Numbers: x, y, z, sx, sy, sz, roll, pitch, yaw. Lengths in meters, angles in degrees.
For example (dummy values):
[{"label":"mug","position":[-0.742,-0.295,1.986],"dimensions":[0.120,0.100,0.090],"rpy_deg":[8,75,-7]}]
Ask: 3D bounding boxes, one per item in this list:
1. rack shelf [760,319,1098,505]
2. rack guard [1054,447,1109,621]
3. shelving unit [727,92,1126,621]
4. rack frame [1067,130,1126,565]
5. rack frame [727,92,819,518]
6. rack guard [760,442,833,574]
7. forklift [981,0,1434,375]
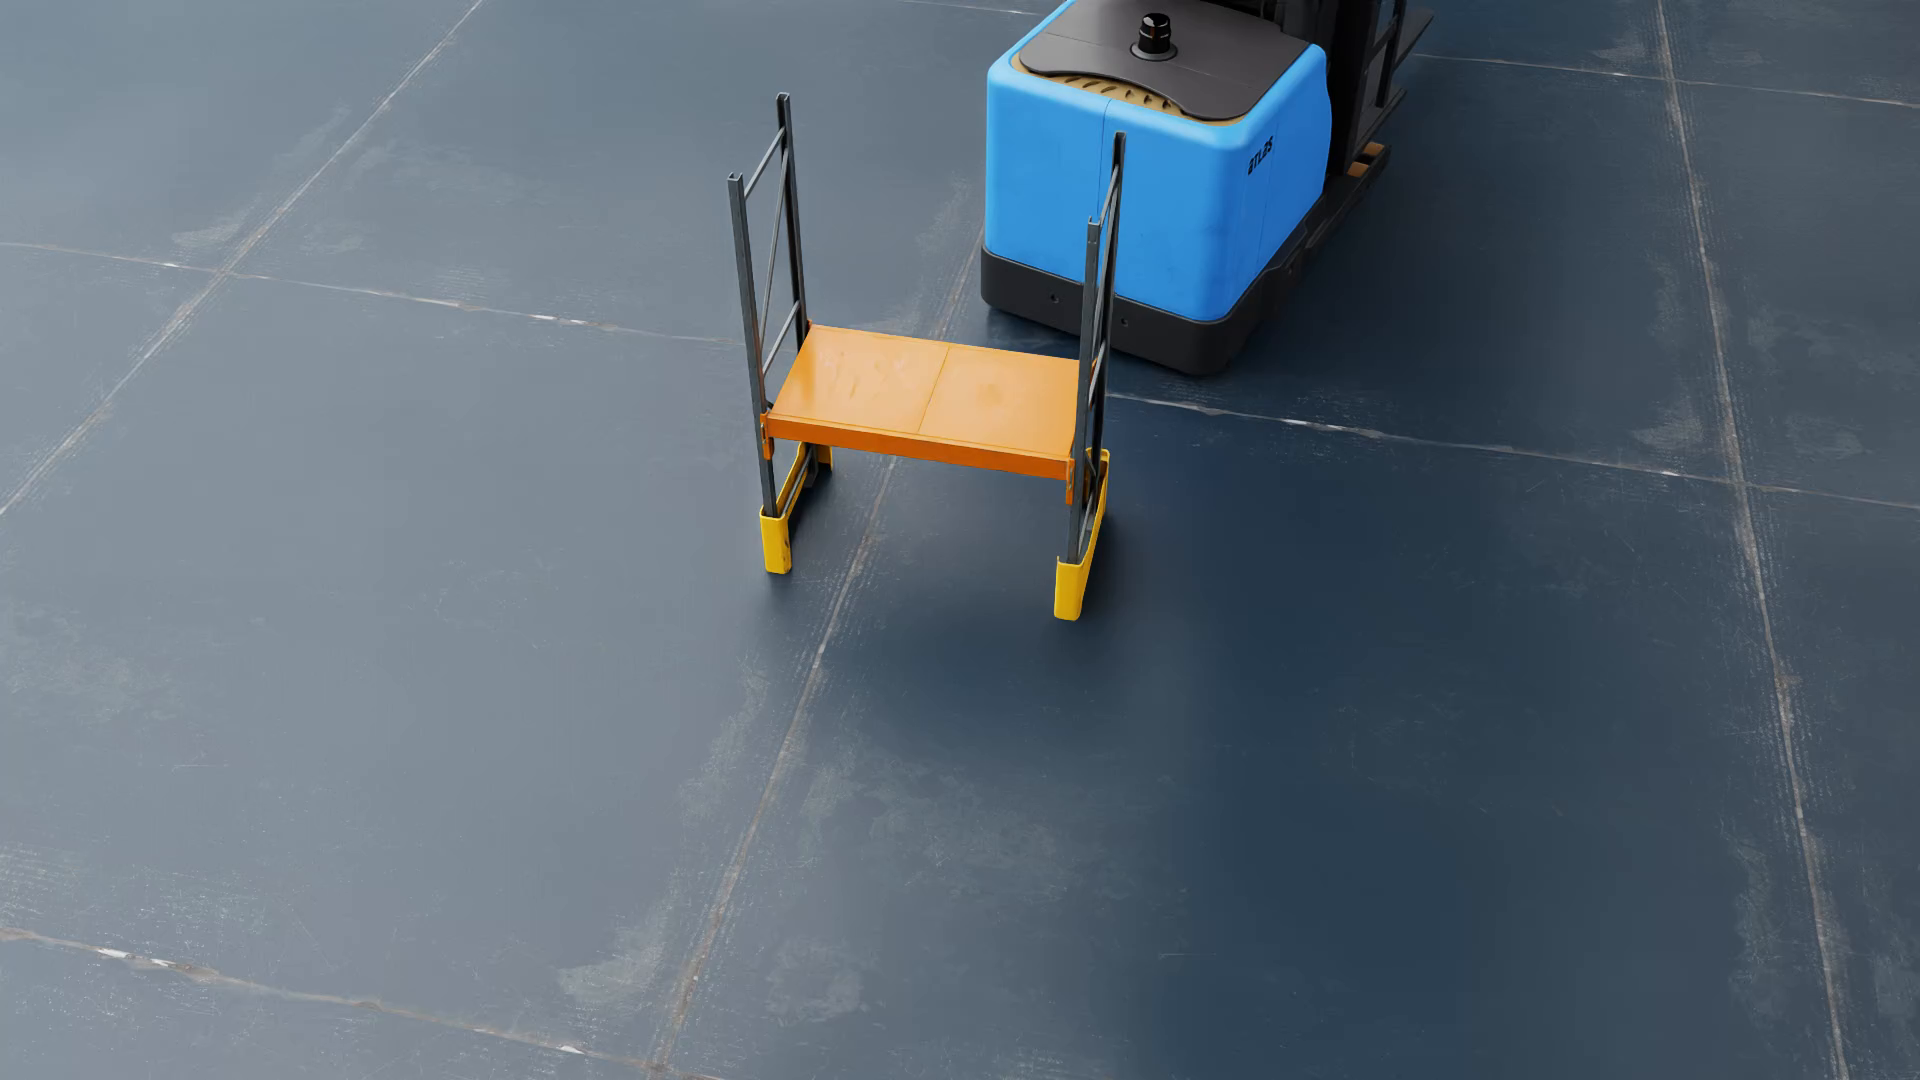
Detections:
[{"label":"rack shelf","position":[-0.083,-0.424,5.368],"dimensions":[1.000,0.185,0.538],"rpy_deg":[9,45,9]},{"label":"rack guard","position":[0.412,-0.026,5.597],"dimensions":[0.087,0.250,0.587],"rpy_deg":[9,45,9]},{"label":"shelving unit","position":[-0.074,-0.552,5.242],"dimensions":[1.083,1.500,0.587],"rpy_deg":[9,45,9]},{"label":"rack frame","position":[0.413,-0.476,5.163],"dimensions":[0.032,1.500,0.500],"rpy_deg":[9,45,9]},{"label":"rack frame","position":[-0.579,-0.630,5.323],"dimensions":[0.032,1.500,0.500],"rpy_deg":[9,45,9]},{"label":"rack guard","position":[-0.560,-0.177,5.754],"dimensions":[0.087,0.250,0.587],"rpy_deg":[9,45,9]},{"label":"forklift","position":[1.260,-2.690,6.432],"dimensions":[1.130,2.935,3.031],"rpy_deg":[22,48,21]}]
